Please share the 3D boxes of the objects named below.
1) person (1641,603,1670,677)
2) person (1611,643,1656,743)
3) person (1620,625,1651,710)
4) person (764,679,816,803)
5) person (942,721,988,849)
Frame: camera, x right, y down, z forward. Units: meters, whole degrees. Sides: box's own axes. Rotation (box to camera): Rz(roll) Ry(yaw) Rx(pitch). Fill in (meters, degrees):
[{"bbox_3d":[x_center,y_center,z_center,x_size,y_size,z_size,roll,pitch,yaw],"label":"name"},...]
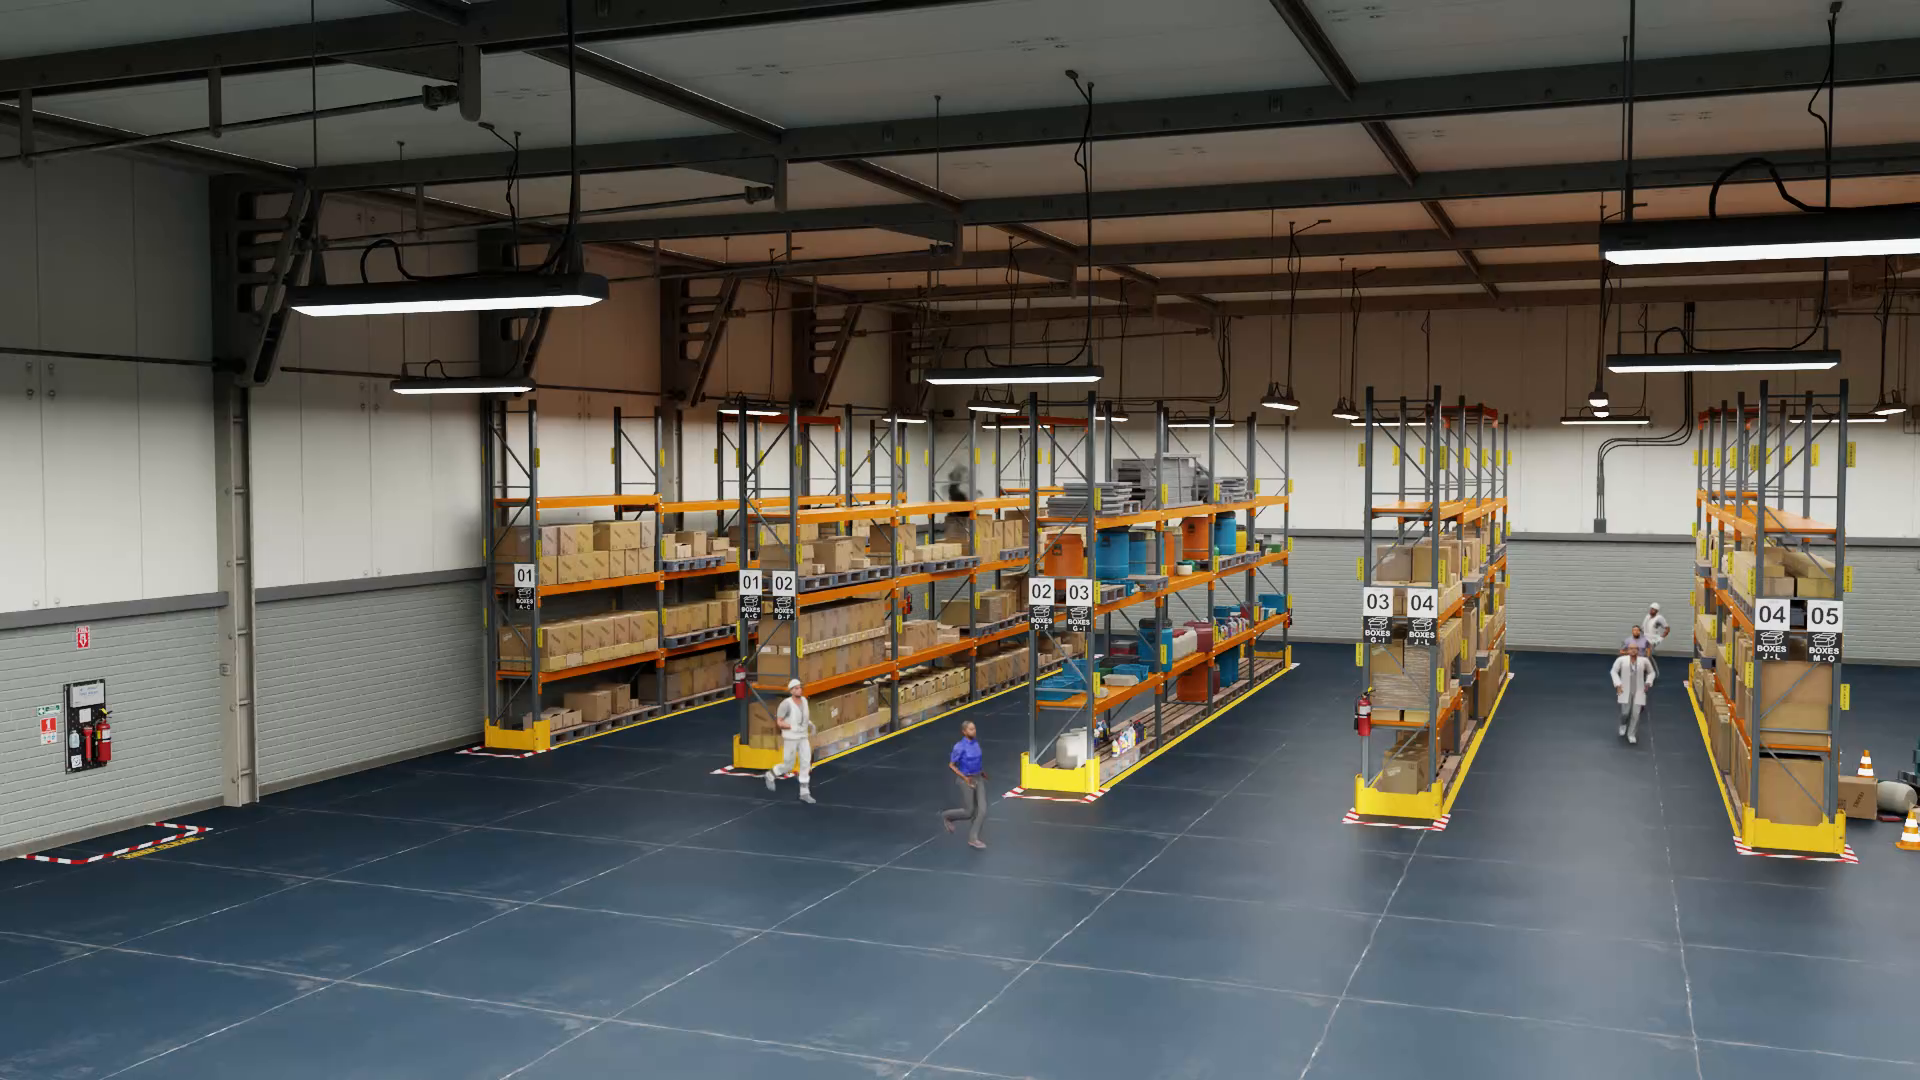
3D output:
[{"bbox_3d":[15.551,2.293,37.419,0.650,1.776,0.738,0,3,-7],"label":"person"},{"bbox_3d":[11.913,2.683,29.434,0.731,1.750,0.636,1,3,17],"label":"person"},{"bbox_3d":[13.524,2.526,33.281,0.606,1.648,0.924,1,3,17],"label":"person"},{"bbox_3d":[-2.438,2.915,24.329,0.951,1.784,0.668,3,4,44],"label":"person"},{"bbox_3d":[0.091,3.141,21.501,0.669,1.625,0.578,3,4,43],"label":"person"}]
